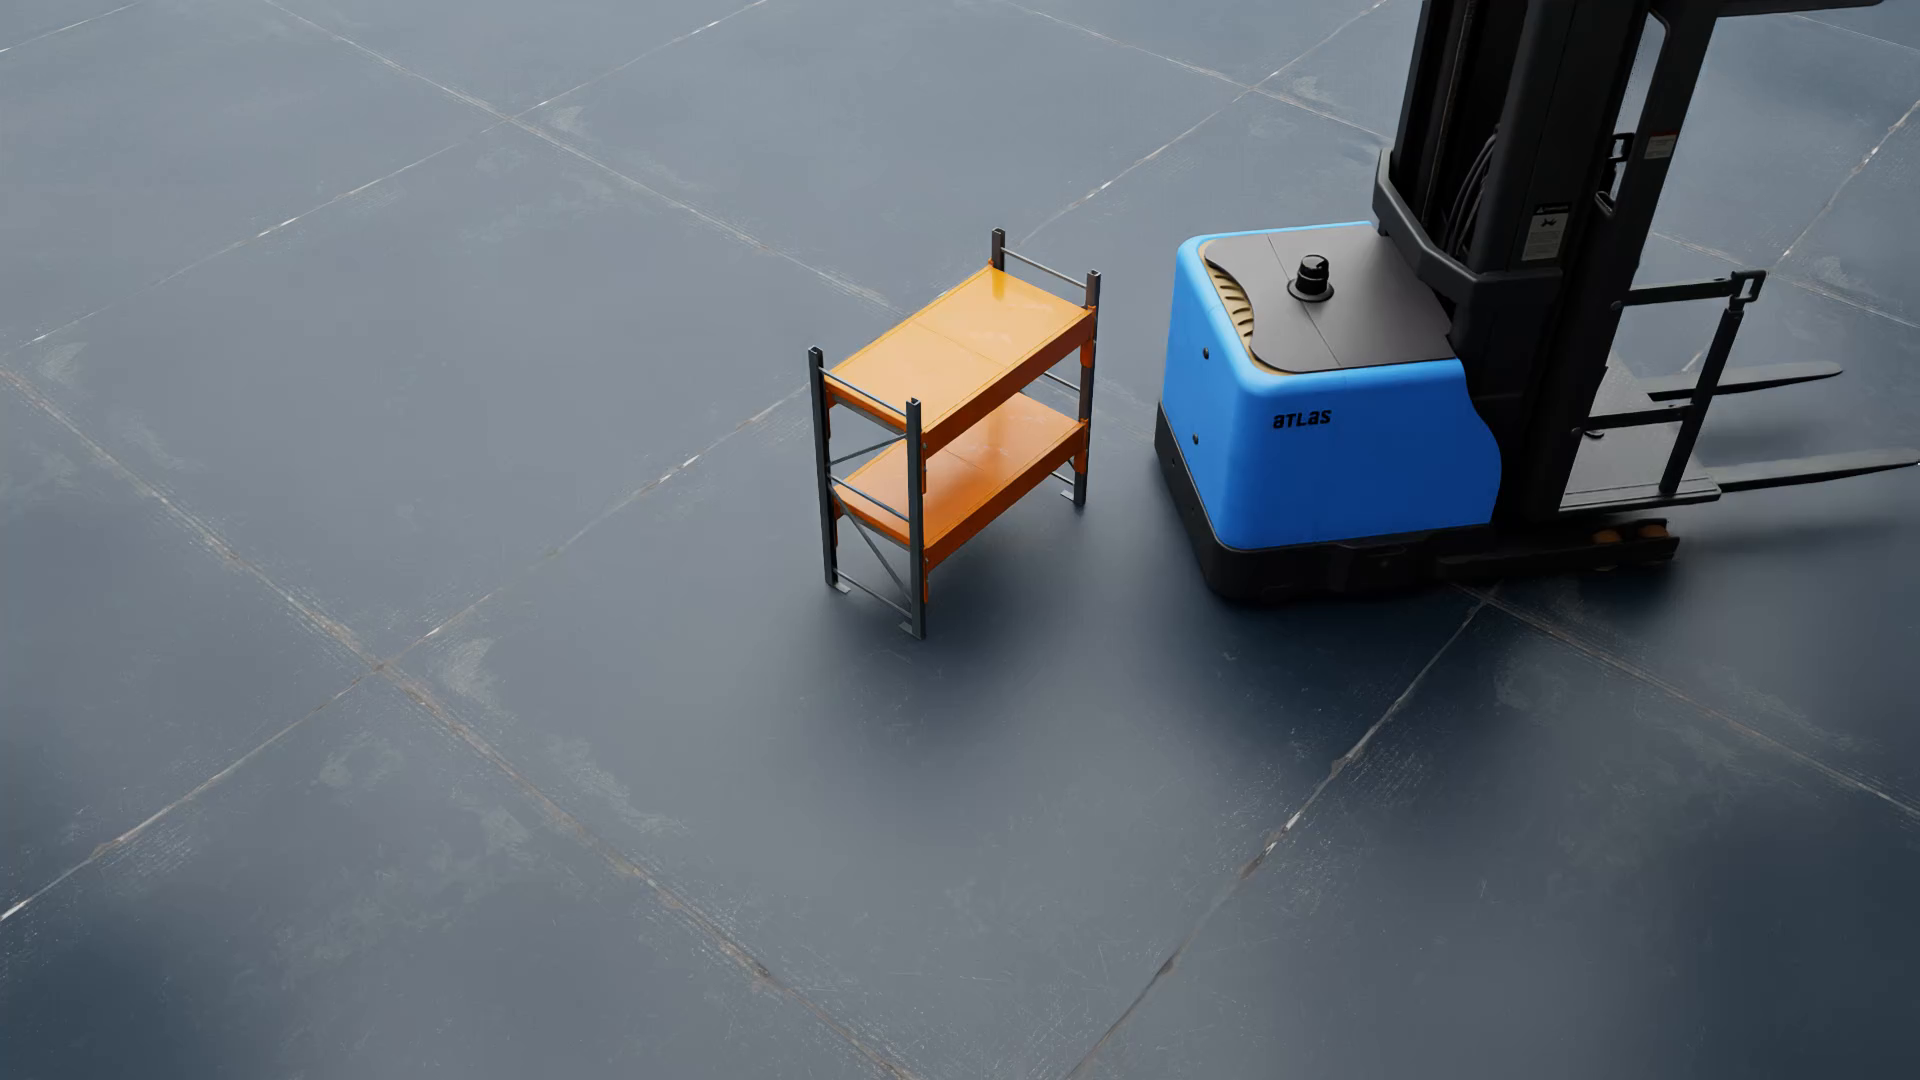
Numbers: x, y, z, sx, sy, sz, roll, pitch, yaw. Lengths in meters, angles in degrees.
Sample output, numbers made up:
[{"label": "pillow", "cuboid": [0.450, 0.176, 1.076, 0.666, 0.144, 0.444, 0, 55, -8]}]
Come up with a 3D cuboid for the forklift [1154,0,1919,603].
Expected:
[{"label": "forklift", "cuboid": [2.391, -1.308, 6.009, 3.031, 2.935, 1.130, -6, 43, -7]}]

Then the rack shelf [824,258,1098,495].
[{"label": "rack shelf", "cuboid": [-0.004, -0.629, 6.171, 0.538, 0.278, 1.000, 29, 50, 28]}]

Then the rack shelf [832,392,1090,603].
[{"label": "rack shelf", "cuboid": [-0.004, -0.232, 6.532, 0.538, 0.278, 1.000, 29, 50, 28]}]

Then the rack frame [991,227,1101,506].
[{"label": "rack frame", "cuboid": [0.323, -0.674, 6.656, 0.500, 1.125, 0.032, 29, 50, 28]}]

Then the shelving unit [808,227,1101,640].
[{"label": "shelving unit", "cuboid": [-0.004, -0.413, 6.368, 0.538, 1.125, 1.048, 29, 50, 28]}]

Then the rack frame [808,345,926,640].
[{"label": "rack frame", "cuboid": [-0.332, -0.151, 6.080, 0.500, 1.125, 0.032, 29, 50, 28]}]
